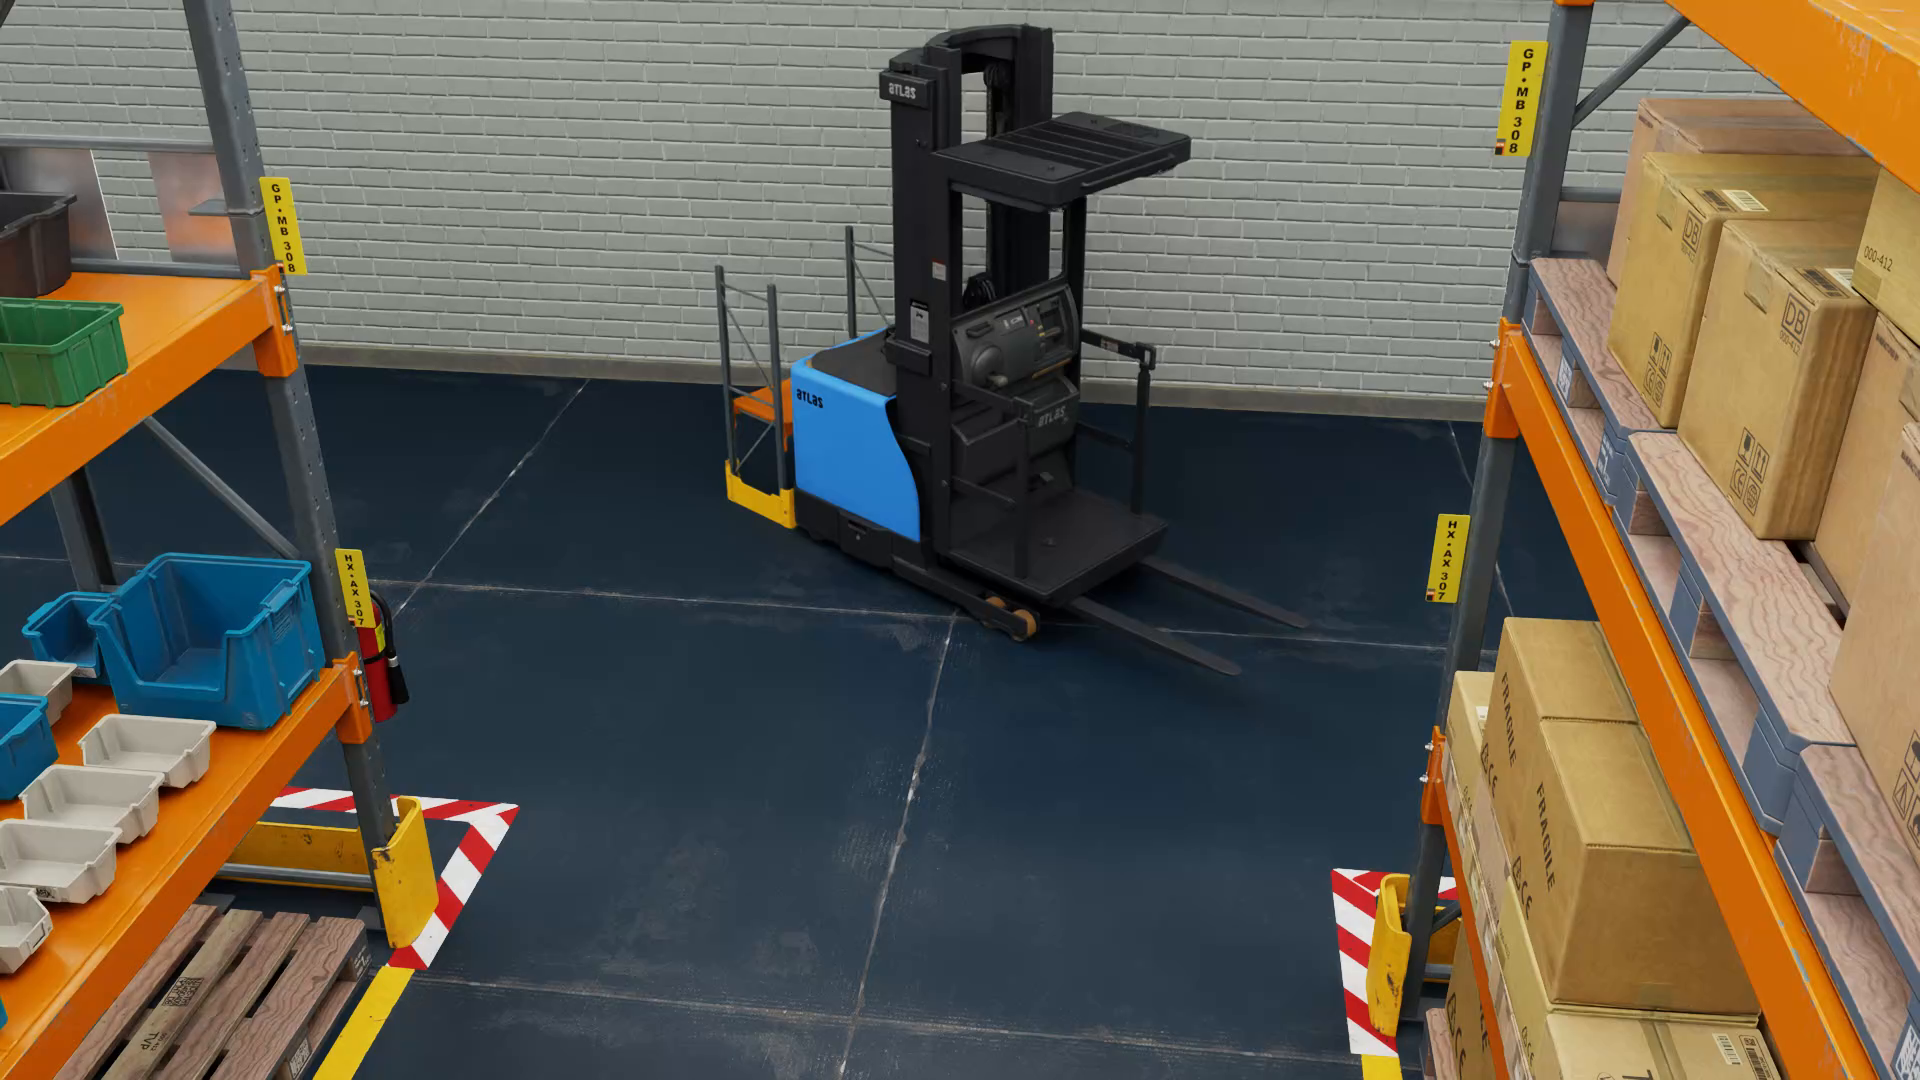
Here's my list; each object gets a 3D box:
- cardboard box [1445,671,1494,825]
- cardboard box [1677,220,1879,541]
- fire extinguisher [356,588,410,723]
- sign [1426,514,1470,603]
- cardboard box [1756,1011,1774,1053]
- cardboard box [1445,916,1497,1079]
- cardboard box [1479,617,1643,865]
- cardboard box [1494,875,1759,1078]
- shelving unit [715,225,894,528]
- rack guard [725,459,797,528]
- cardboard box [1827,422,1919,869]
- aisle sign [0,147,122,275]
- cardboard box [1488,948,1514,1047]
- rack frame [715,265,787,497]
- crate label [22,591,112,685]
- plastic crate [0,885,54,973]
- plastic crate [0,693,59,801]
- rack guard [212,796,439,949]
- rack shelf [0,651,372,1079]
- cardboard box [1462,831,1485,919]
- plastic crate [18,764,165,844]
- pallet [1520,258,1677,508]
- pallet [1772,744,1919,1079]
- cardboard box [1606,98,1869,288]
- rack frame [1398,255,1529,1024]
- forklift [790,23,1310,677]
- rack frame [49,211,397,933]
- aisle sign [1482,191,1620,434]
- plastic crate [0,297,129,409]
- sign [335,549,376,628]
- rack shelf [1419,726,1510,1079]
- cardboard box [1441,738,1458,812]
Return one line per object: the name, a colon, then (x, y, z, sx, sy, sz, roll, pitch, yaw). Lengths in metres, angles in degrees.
cardboard box: (1.829, 0.659, 5.209, 0.500, 0.250, 0.500, 3, 28, 5)
cardboard box: (1.941, -0.328, 3.380, 0.700, 0.500, 0.500, 1, 28, 3)
fire extinguisher: (-2.290, 0.379, 6.358, 0.296, 0.674, 0.183, 3, 28, 6)
sign: (1.606, 0.063, 5.475, 0.100, 0.325, 0.005, 3, 28, 6)
cardboard box: (2.235, 1.171, 4.259, 0.500, 0.250, 0.500, 2, 28, 4)
cardboard box: (2.157, 1.570, 5.470, 0.875, 0.875, 0.875, 3, 28, 6)
cardboard box: (1.768, 0.564, 4.594, 0.500, 0.500, 0.500, 3, 28, 5)
cardboard box: (1.707, 1.140, 4.315, 0.500, 0.250, 0.500, 2, 28, 4)
shelving unit: (-0.854, -1.007, 10.037, 0.587, 1.500, 1.083, 24, 37, 37)
rack guard: (-1.196, -0.285, 10.015, 0.587, 0.250, 0.087, 24, 37, 37)
cardboard box: (1.772, 0.178, 2.440, 0.700, 0.500, 0.500, 5, 29, 9)
aisle sign: (-3.046, -0.970, 5.647, 0.394, 0.787, 0.004, 3, 28, 6)
cardboard box: (1.661, 1.256, 4.521, 0.380, 0.149, 0.250, 3, 28, 5)
rack frame: (-1.210, -0.829, 9.707, 0.500, 1.500, 0.032, 24, 37, 37)
crate label: (-3.117, 0.370, 6.014, 0.416, 0.233, 0.303, 3, 28, 6)
plastic crate: (-2.758, 1.118, 4.726, 0.298, 0.136, 0.250, 3, 28, 6)
plastic crate: (-3.197, 0.680, 5.438, 0.416, 0.233, 0.300, 3, 28, 6)
rack guard: (-2.770, 1.314, 6.783, 1.175, 0.500, 0.348, 3, 28, 6)
rack shelf: (-3.005, 1.484, 4.591, 1.077, 0.370, 4.000, 3, 28, 6)
cardboard box: (1.724, 1.014, 4.971, 0.380, 0.149, 0.250, 3, 28, 5)
plastic crate: (-2.730, 0.845, 5.233, 0.396, 0.136, 0.243, 3, 28, 6)
pallet: (2.075, -0.418, 4.294, 1.003, 0.211, 1.213, 3, 28, 6)
pallet: (1.776, 0.731, 2.162, 1.003, 0.211, 1.213, 3, 28, 6)
cardboard box: (2.145, -0.832, 4.315, 0.700, 0.500, 0.500, 2, 28, 3)
rack frame: (2.156, 0.514, 5.634, 1.000, 3.000, 0.127, 3, 28, 6)
forklift: (0.453, -1.037, 8.584, 3.031, 2.935, 1.130, 24, 36, 37)
rack frame: (-2.760, 0.226, 6.168, 1.000, 3.000, 0.127, 3, 28, 6)
aisle sign: (1.867, -0.682, 5.113, 0.394, 0.787, 0.004, 3, 28, 6)
plastic crate: (-2.597, -0.521, 4.614, 0.450, 0.188, 0.336, 3, 28, 6)
sign: (-2.212, 0.178, 6.084, 0.100, 0.325, 0.005, 3, 28, 6)
rack shelf: (1.911, 1.772, 4.057, 1.077, 0.370, 4.000, 3, 28, 6)
cardboard box: (1.785, 0.772, 5.419, 0.380, 0.149, 0.250, 4, 29, 7)
